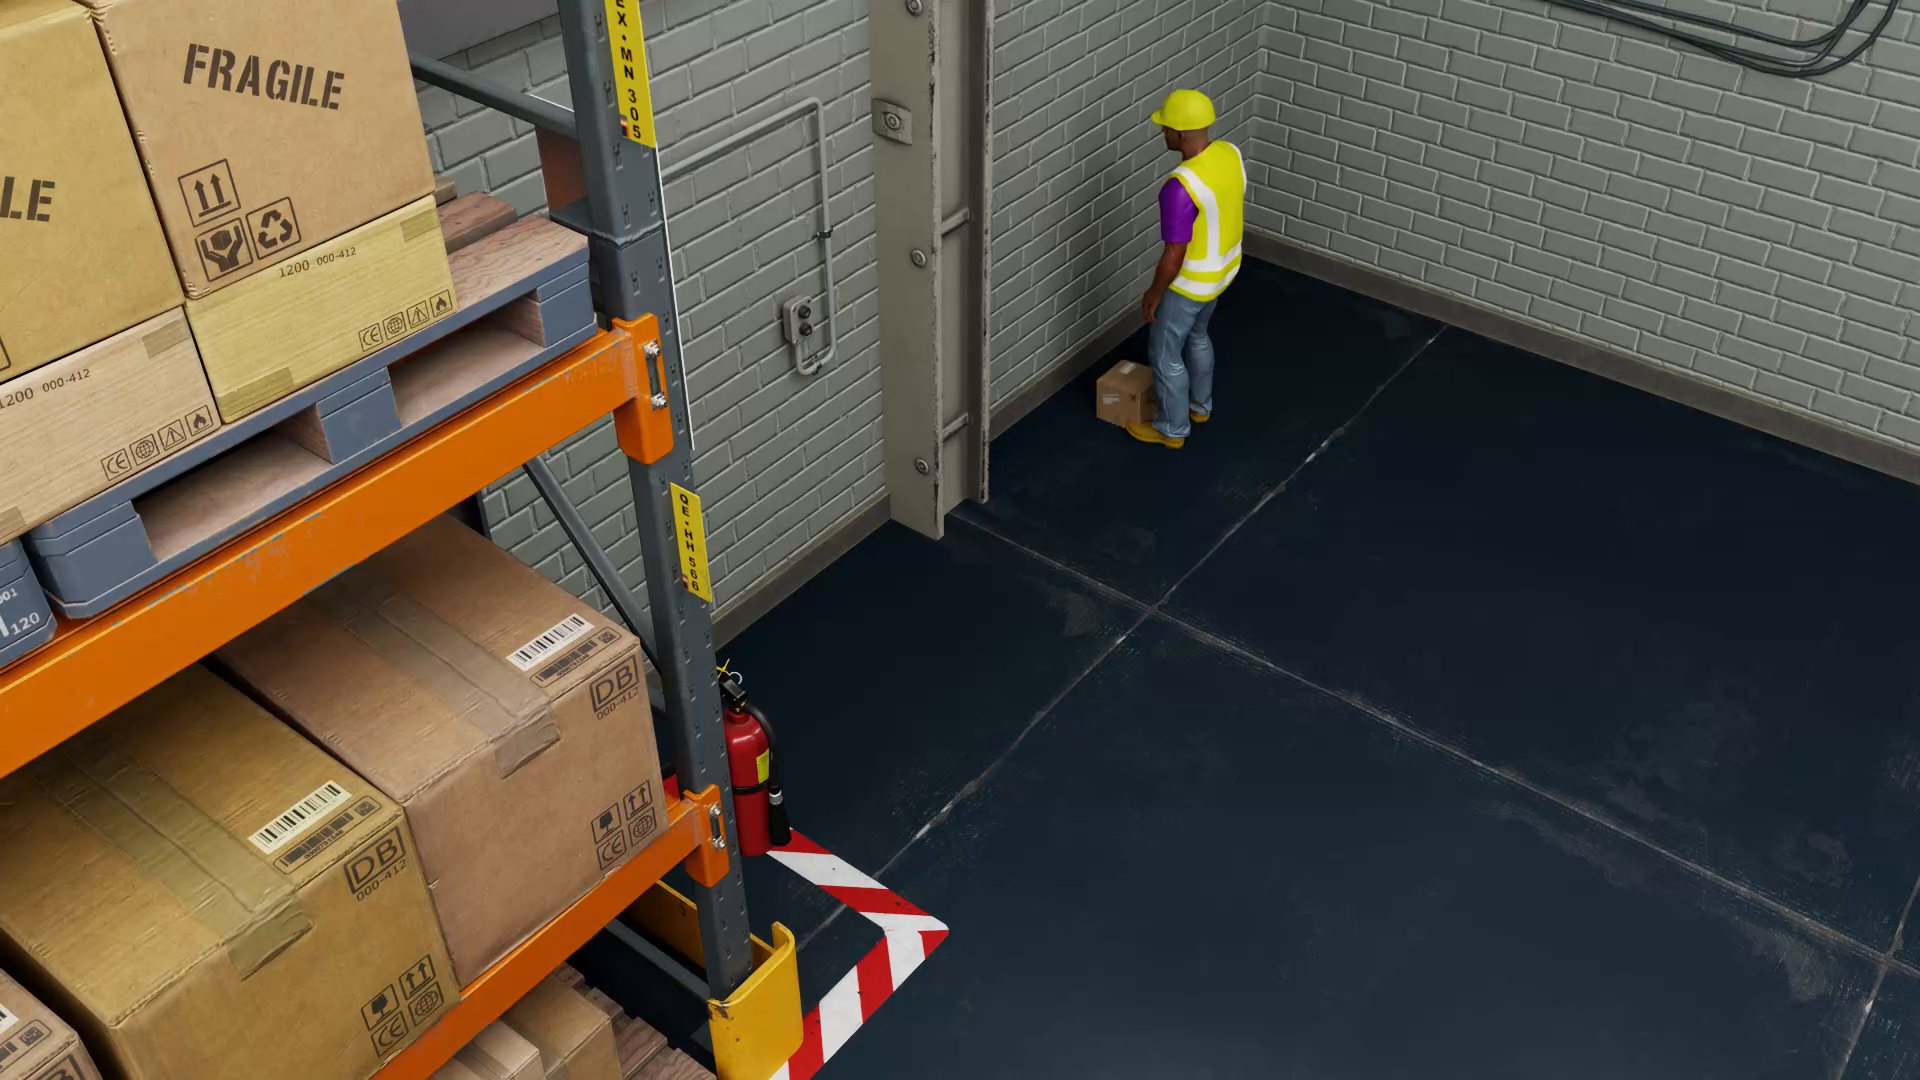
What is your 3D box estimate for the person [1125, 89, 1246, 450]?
[{"bbox_3d":[1.047,-1.236,7.683,0.452,1.761,0.609,24,45,27],"label":"person"}]
